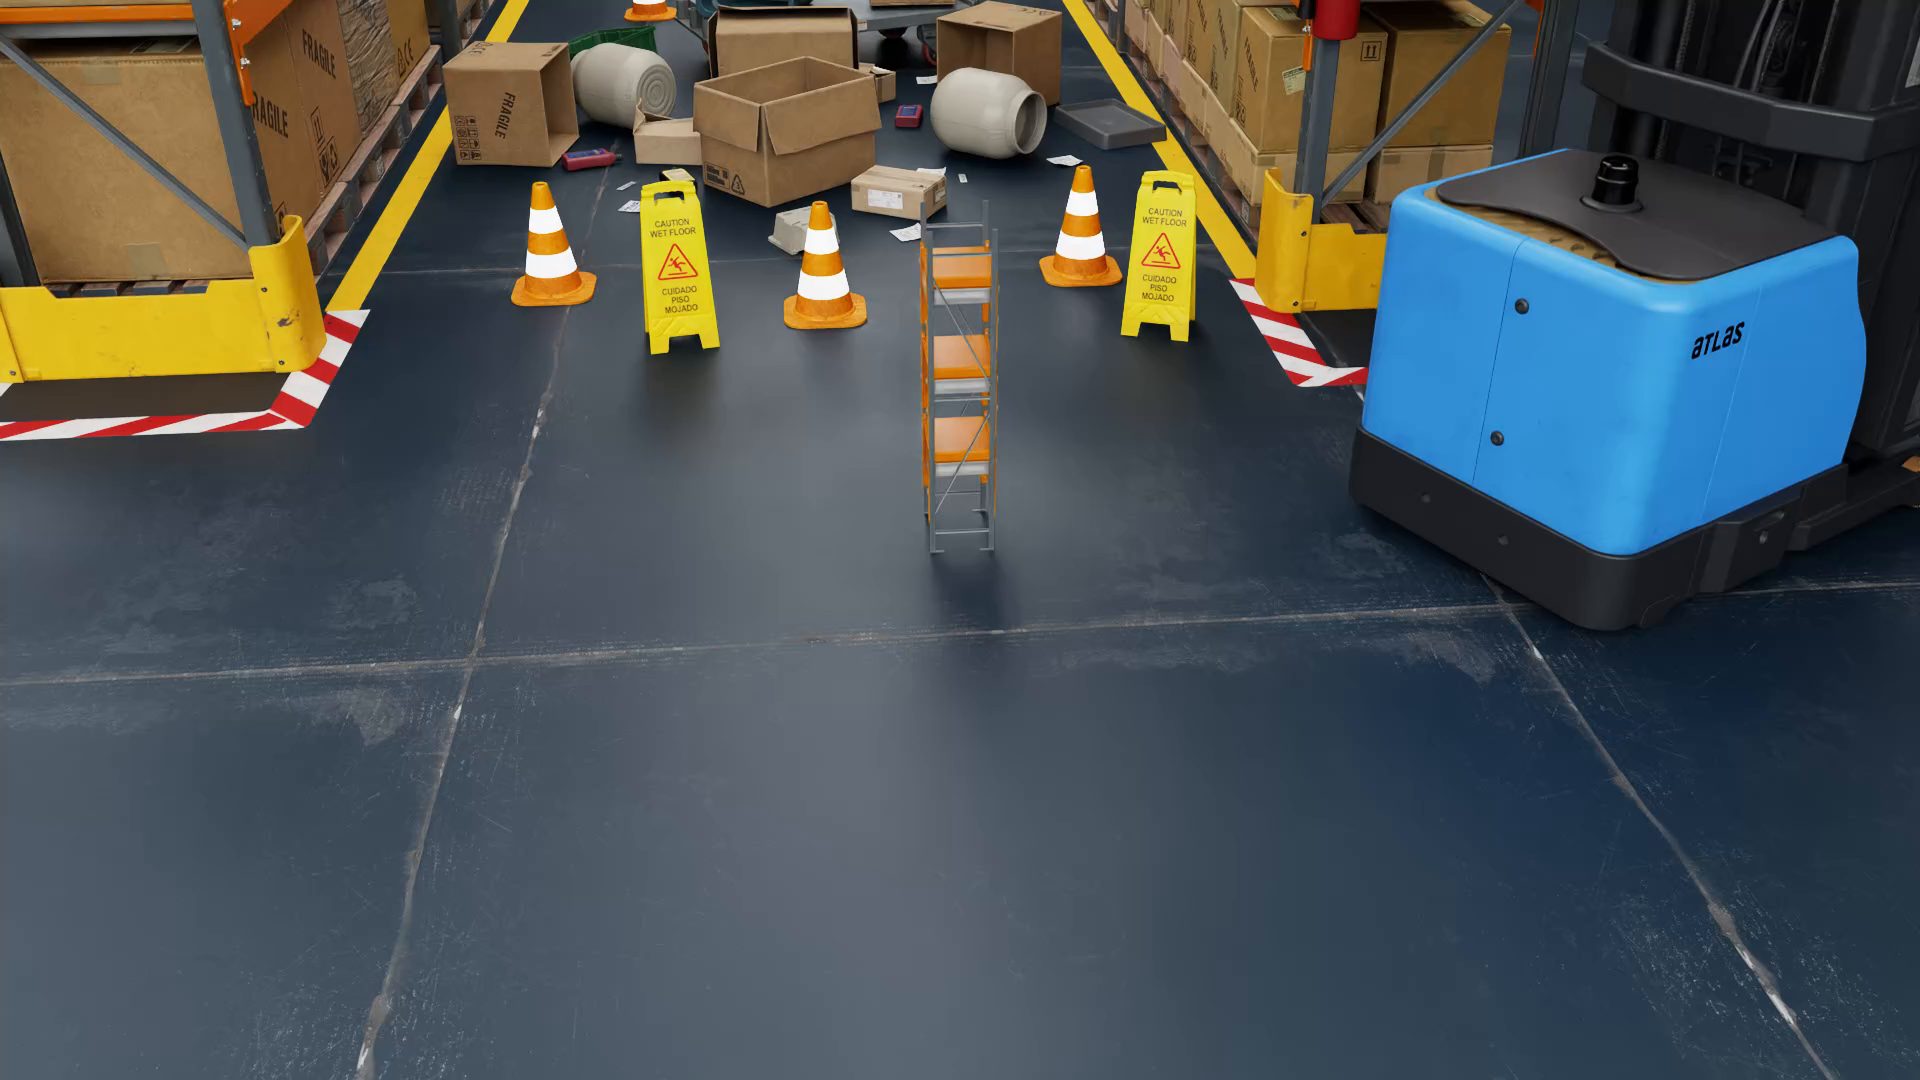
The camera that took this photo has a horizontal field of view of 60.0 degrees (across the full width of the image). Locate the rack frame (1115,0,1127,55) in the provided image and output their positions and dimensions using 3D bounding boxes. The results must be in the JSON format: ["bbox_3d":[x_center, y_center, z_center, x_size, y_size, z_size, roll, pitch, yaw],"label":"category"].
[{"bbox_3d":[1.472,-4.333,9.578,1.000,3.000,0.127,-3,31,-5],"label":"rack frame"}]

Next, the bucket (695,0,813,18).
[{"bbox_3d":[-1.139,-3.332,9.613,0.726,0.611,0.620,8,22,13],"label":"bucket"}]

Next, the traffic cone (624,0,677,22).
[{"bbox_3d":[-2.069,-3.712,11.013,0.336,0.463,0.334,-3,31,-5],"label":"traffic cone"}]

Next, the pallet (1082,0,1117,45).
[{"bbox_3d":[1.397,-3.533,10.959,1.003,0.211,1.213,-3,31,-5],"label":"pallet"}]

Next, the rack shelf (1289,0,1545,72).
[{"bbox_3d":[1.658,-3.003,8.053,1.077,0.370,4.000,-3,31,-5],"label":"rack shelf"}]

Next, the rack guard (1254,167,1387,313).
[{"bbox_3d":[1.838,-1.256,6.865,1.175,0.500,0.348,-3,31,-5],"label":"rack guard"}]

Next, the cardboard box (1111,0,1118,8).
[{"bbox_3d":[1.420,-3.652,10.593,0.950,0.372,0.625,-2,31,-4],"label":"cardboard box"}]

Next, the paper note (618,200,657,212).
[{"bbox_3d":[-1.526,-1.587,7.879,0.144,0.017,0.142,8,32,13],"label":"paper note"}]

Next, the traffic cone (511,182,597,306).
[{"bbox_3d":[-1.709,-1.252,6.894,0.336,0.463,0.334,-3,31,-5],"label":"traffic cone"}]

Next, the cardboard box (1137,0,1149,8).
[{"bbox_3d":[1.258,-3.340,9.458,0.500,0.500,0.500,-1,31,-2],"label":"cardboard box"}]

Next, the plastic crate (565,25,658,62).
[{"bbox_3d":[-2.127,-2.835,9.758,0.450,0.188,0.662,4,30,26],"label":"plastic crate"}]

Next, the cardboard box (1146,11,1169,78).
[{"bbox_3d":[1.319,-2.746,9.194,0.500,0.250,0.500,-1,31,-2],"label":"cardboard box"}]

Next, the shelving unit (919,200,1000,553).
[{"bbox_3d":[-0.005,-0.478,5.027,0.215,1.050,0.252,-3,31,-5],"label":"shelving unit"}]

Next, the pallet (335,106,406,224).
[{"bbox_3d":[-3.337,-1.830,8.109,1.003,0.211,1.213,-3,31,-5],"label":"pallet"}]

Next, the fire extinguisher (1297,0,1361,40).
[{"bbox_3d":[1.397,-2.177,6.044,0.296,0.674,0.183,-3,31,-5],"label":"fire extinguisher"}]

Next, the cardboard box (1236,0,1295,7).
[{"bbox_3d":[1.410,-2.471,7.370,0.380,0.149,0.250,-2,31,-3],"label":"cardboard box"}]

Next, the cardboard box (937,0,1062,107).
[{"bbox_3d":[0.217,-2.648,9.194,0.500,0.500,0.500,20,36,29],"label":"cardboard box"}]

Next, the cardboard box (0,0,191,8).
[{"bbox_3d":[-3.153,-2.253,5.951,0.875,0.550,0.550,-3,31,-5],"label":"cardboard box"}]

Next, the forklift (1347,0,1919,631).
[{"bbox_3d":[2.765,-1.570,5.021,3.031,2.935,1.130,-19,36,-28],"label":"forklift"}]

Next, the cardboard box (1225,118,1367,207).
[{"bbox_3d":[1.500,-1.702,7.447,0.500,0.250,0.500,-3,31,-5],"label":"cardboard box"}]

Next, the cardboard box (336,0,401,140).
[{"bbox_3d":[-3.370,-2.527,8.219,0.875,0.875,0.875,-3,31,-4],"label":"cardboard box"}]

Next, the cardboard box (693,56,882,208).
[{"bbox_3d":[-0.839,-1.994,8.098,0.637,0.503,0.797,27,40,37],"label":"cardboard box"}]

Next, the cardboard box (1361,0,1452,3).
[{"bbox_3d":[1.989,-2.316,7.743,0.500,0.500,0.500,-4,31,-6],"label":"cardboard box"}]

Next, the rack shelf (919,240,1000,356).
[{"bbox_3d":[-0.005,-0.713,4.886,0.215,0.259,0.240,-3,31,-5],"label":"rack shelf"}]

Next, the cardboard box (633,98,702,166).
[{"bbox_3d":[-1.453,-2.081,8.475,0.396,0.266,0.258,2,31,4],"label":"cardboard box"}]

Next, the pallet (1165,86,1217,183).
[{"bbox_3d":[1.687,-2.170,8.677,1.003,0.211,1.213,-3,31,-5],"label":"pallet"}]

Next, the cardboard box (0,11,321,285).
[{"bbox_3d":[-3.203,-1.613,6.687,0.875,0.875,0.875,-3,31,-4],"label":"cardboard box"}]

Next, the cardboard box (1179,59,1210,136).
[{"bbox_3d":[1.407,-2.222,8.316,0.500,0.250,0.500,-4,31,-6],"label":"cardboard box"}]

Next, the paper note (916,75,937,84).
[{"bbox_3d":[-0.178,-2.706,9.750,0.148,0.019,0.142,-3,31,-5],"label":"paper note"}]

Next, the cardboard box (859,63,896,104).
[{"bbox_3d":[-0.589,-2.640,9.411,0.396,0.266,0.258,27,40,37],"label":"cardboard box"}]

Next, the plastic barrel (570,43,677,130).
[{"bbox_3d":[-1.814,-2.432,8.909,0.512,0.421,0.421,20,36,29],"label":"plastic barrel"}]

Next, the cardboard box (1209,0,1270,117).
[{"bbox_3d":[1.459,-2.275,7.674,0.500,0.500,0.500,-2,31,-3],"label":"cardboard box"}]

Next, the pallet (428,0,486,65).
[{"bbox_3d":[-3.595,-3.237,10.464,1.003,0.211,1.213,-3,31,-5],"label":"pallet"}]

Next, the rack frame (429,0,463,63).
[{"bbox_3d":[-3.447,-4.044,9.095,1.000,3.000,0.127,-3,31,-5],"label":"rack frame"}]

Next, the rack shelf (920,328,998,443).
[{"bbox_3d":[-0.005,-0.469,5.032,0.215,0.259,0.240,-3,31,-5],"label":"rack shelf"}]

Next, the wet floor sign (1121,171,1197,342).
[{"bbox_3d":[0.798,-1.131,6.515,0.267,0.644,0.232,8,32,13],"label":"wet floor sign"}]

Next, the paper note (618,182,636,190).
[{"bbox_3d":[-1.633,-1.736,8.146,0.032,0.001,0.123,13,33,21],"label":"paper note"}]

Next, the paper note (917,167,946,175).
[{"bbox_3d":[-0.155,-1.839,8.310,0.148,0.019,0.142,8,32,13],"label":"paper note"}]

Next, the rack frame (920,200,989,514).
[{"bbox_3d":[-0.016,-0.540,5.131,0.200,1.050,0.008,-3,31,-5],"label":"rack frame"}]

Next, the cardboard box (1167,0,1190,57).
[{"bbox_3d":[1.366,-2.803,8.558,0.500,0.500,0.500,-1,31,-2],"label":"cardboard box"}]

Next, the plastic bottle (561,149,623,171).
[{"bbox_3d":[-1.862,-1.931,8.424,0.283,0.061,0.133,-14,33,-22],"label":"plastic bottle"}]
